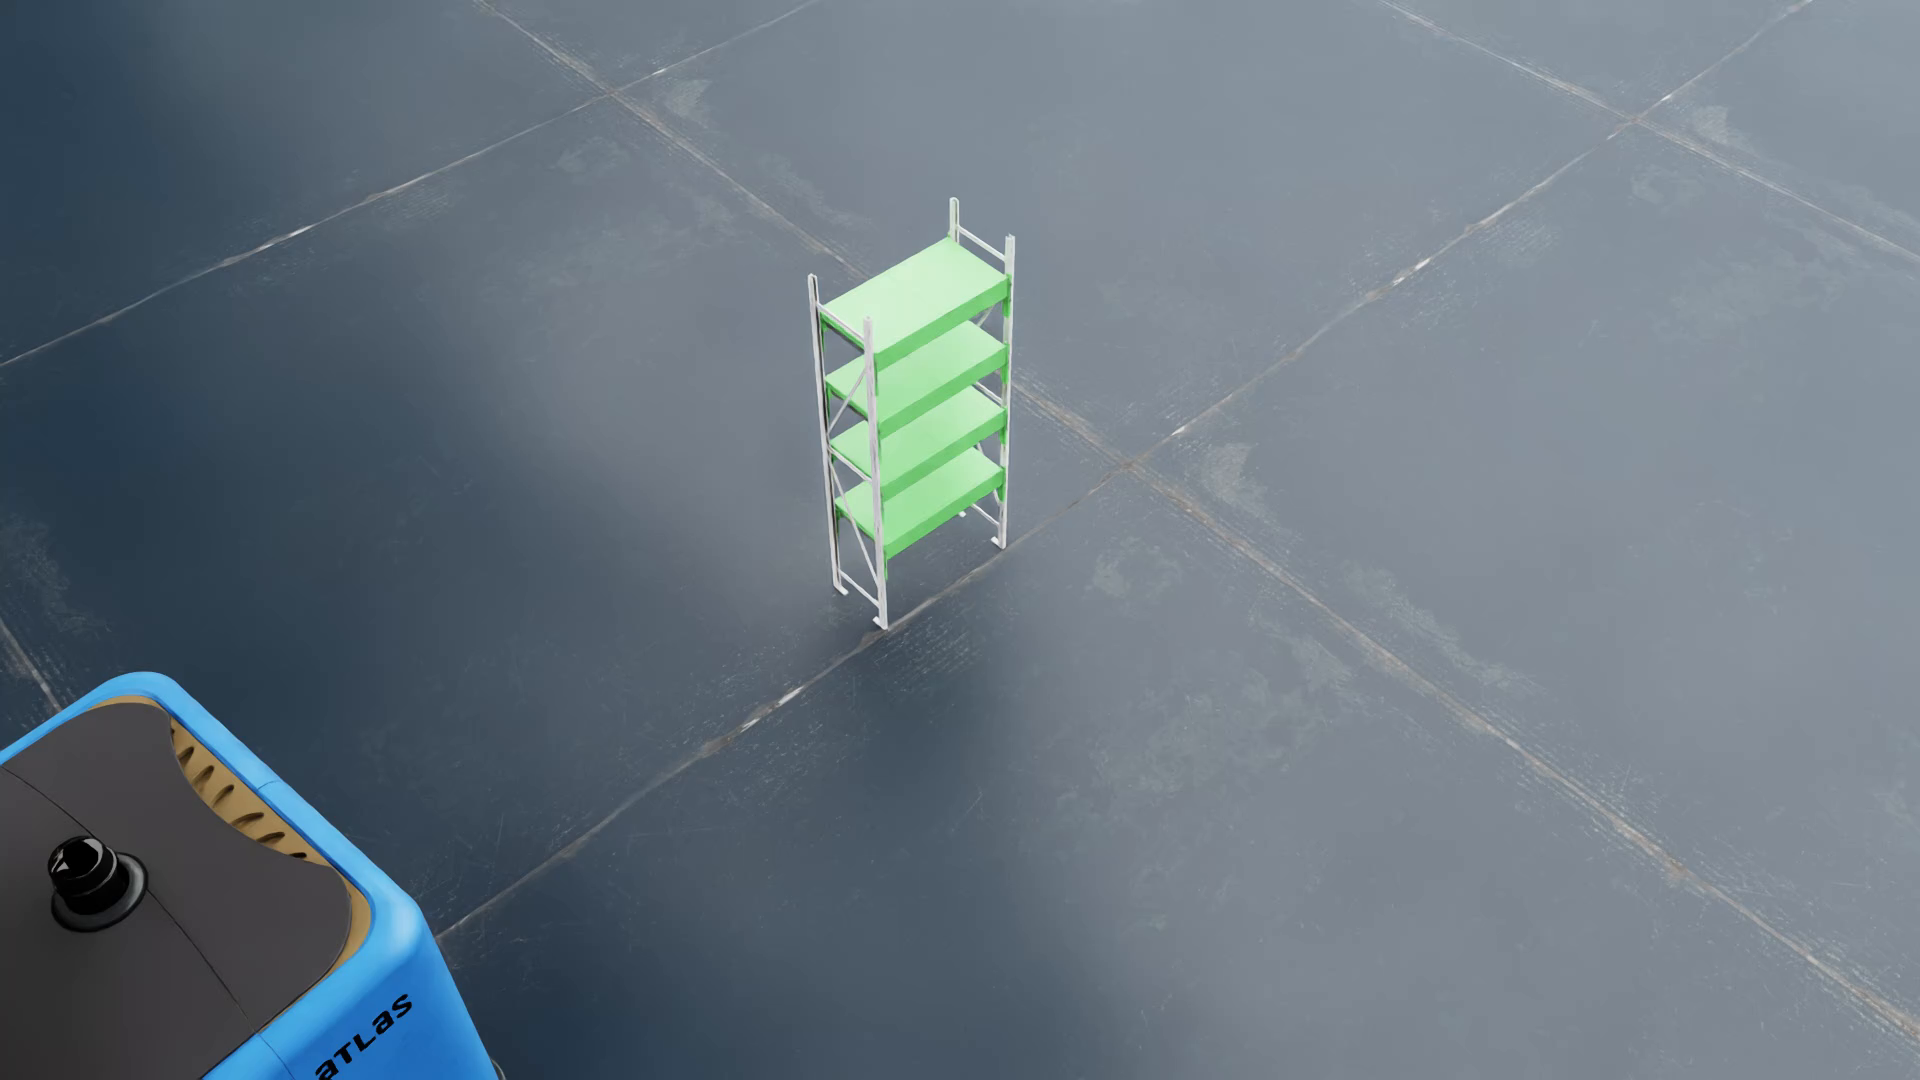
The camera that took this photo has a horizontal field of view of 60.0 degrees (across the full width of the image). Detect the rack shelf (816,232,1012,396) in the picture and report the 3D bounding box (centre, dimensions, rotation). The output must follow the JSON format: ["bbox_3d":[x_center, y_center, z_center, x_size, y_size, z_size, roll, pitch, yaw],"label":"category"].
[{"bbox_3d":[-0.122,-0.607,4.428,0.480,0.148,0.258,-34,56,-27],"label":"rack shelf"}]

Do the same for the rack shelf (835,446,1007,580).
[{"bbox_3d":[-0.122,-0.119,4.957,0.480,0.148,0.258,-34,56,-27],"label":"rack shelf"}]

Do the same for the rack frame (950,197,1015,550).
[{"bbox_3d":[0.058,-0.446,4.845,0.015,1.200,0.240,-34,56,-27],"label":"rack frame"}]

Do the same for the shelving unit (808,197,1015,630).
[{"bbox_3d":[-0.122,-0.325,4.734,0.503,1.200,0.258,-34,56,-27],"label":"shelving unit"}]

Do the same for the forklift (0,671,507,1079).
[{"bbox_3d":[-2.339,1.047,2.290,1.130,2.935,3.031,32,55,26],"label":"forklift"}]

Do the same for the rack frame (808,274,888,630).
[{"bbox_3d":[-0.303,-0.204,4.622,0.015,1.200,0.240,-34,56,-27],"label":"rack frame"}]

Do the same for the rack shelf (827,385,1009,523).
[{"bbox_3d":[-0.122,-0.282,4.780,0.480,0.148,0.258,-34,56,-27],"label":"rack shelf"}]

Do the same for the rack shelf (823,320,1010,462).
[{"bbox_3d":[-0.122,-0.444,4.604,0.480,0.148,0.258,-34,56,-27],"label":"rack shelf"}]
